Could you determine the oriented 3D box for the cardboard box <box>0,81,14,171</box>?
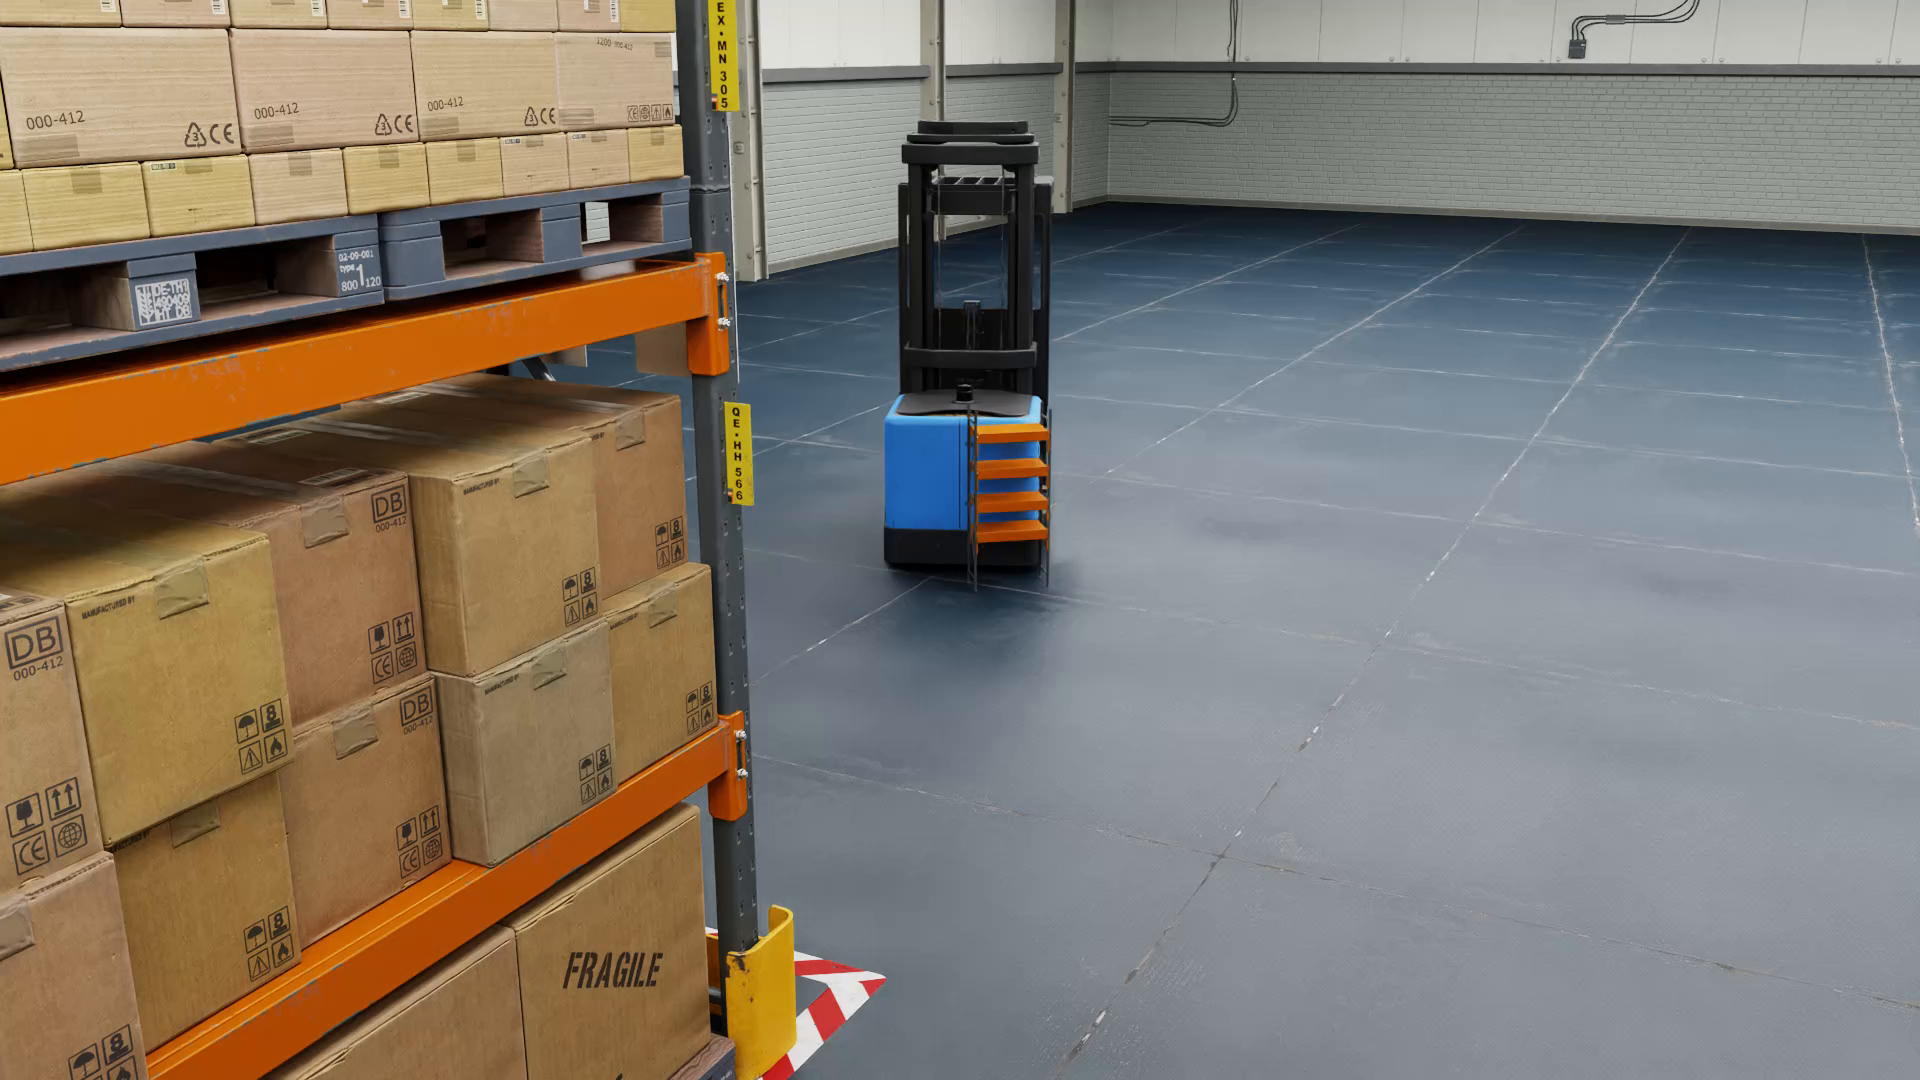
[{"bbox_3d":[-2.043,-0.758,2.868,0.500,0.250,0.500,8,18,25],"label":"cardboard box"}]

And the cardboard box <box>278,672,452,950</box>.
[{"bbox_3d":[-1.888,0.625,4.388,0.875,0.550,0.550,8,18,25],"label":"cardboard box"}]

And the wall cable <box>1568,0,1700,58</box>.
[{"bbox_3d":[13.183,-12.363,31.869,2.305,6.003,0.169,8,18,25],"label":"wall cable"}]

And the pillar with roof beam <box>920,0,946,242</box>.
[{"bbox_3d":[3.368,-9.286,27.484,9.100,9.000,0.400,8,18,25],"label":"pillar with roof beam"}]

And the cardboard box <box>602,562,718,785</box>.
[{"bbox_3d":[-1.299,0.356,5.295,0.875,0.550,0.550,8,18,25],"label":"cardboard box"}]

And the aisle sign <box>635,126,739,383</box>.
[{"bbox_3d":[-0.874,-0.899,5.217,0.394,0.787,0.004,8,18,25],"label":"aisle sign"}]

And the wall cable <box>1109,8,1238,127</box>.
[{"bbox_3d":[4.697,-10.456,36.875,3.097,2.526,0.112,8,18,25],"label":"wall cable"}]

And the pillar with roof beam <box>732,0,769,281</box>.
[{"bbox_3d":[0.687,-7.758,22.338,9.100,9.000,0.400,8,18,25],"label":"pillar with roof beam"}]

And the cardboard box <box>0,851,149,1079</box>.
[{"bbox_3d":[-2.235,0.913,3.418,0.875,0.550,0.550,8,18,25],"label":"cardboard box"}]

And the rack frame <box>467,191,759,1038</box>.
[{"bbox_3d":[-1.174,0.327,5.654,1.000,3.000,0.127,8,18,25],"label":"rack frame"}]

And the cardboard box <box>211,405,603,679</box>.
[{"bbox_3d":[-1.538,-0.021,4.666,0.875,0.550,0.550,8,18,25],"label":"cardboard box"}]

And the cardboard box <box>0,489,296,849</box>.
[{"bbox_3d":[-2.030,0.256,3.734,0.875,0.550,0.500,8,18,25],"label":"cardboard box"}]

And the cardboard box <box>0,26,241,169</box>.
[{"bbox_3d":[-1.818,-0.887,3.302,0.500,0.250,0.500,8,18,26],"label":"cardboard box"}]

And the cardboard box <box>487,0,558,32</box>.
[{"bbox_3d":[-1.248,-1.364,4.208,0.380,0.149,0.250,8,19,26],"label":"cardboard box"}]

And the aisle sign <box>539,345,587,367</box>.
[{"bbox_3d":[-1.411,-0.975,5.474,0.394,0.787,0.004,8,18,25],"label":"aisle sign"}]

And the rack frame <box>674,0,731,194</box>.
[{"bbox_3d":[-1.174,-2.549,4.800,1.000,3.000,0.127,8,18,25],"label":"rack frame"}]

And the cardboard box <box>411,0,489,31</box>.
[{"bbox_3d":[-1.363,-1.298,3.985,0.380,0.149,0.250,8,19,26],"label":"cardboard box"}]

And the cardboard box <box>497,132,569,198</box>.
[{"bbox_3d":[-1.247,-0.982,4.322,0.380,0.149,0.250,8,18,26],"label":"cardboard box"}]

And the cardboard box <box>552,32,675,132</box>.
[{"bbox_3d":[-1.143,-1.270,4.593,0.500,0.250,0.500,8,18,26],"label":"cardboard box"}]

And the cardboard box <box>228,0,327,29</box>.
[{"bbox_3d":[-1.589,-1.169,3.551,0.380,0.149,0.250,8,18,25],"label":"cardboard box"}]

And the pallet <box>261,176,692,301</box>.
[{"bbox_3d":[-1.496,-0.878,4.599,1.003,0.211,1.213,8,18,25],"label":"pallet"}]

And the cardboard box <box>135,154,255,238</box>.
[{"bbox_3d":[-1.701,-0.723,3.451,0.380,0.149,0.250,8,18,26],"label":"cardboard box"}]

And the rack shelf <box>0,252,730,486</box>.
[{"bbox_3d":[-2.068,-0.256,3.615,1.077,0.370,4.000,8,18,25],"label":"rack shelf"}]

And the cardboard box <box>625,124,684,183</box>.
[{"bbox_3d":[-1.019,-1.112,4.759,0.380,0.149,0.250,8,18,25],"label":"cardboard box"}]

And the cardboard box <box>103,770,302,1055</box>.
[{"bbox_3d":[-2.088,0.765,3.916,0.875,0.550,0.500,8,18,25],"label":"cardboard box"}]

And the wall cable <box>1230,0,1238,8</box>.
[{"bbox_3d":[7.118,-12.532,34.998,3.097,2.526,0.112,8,18,25],"label":"wall cable"}]

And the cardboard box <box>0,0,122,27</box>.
[{"bbox_3d":[-1.815,-1.040,3.116,0.380,0.149,0.250,8,18,25],"label":"cardboard box"}]

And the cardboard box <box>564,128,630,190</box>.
[{"bbox_3d":[-1.133,-1.048,4.543,0.380,0.149,0.250,8,18,26],"label":"cardboard box"}]

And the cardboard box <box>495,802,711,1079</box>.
[{"bbox_3d":[-1.418,1.326,5.287,0.875,0.875,0.875,8,18,26],"label":"cardboard box"}]

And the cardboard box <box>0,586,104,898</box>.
[{"bbox_3d":[-2.260,0.392,3.276,0.875,0.550,0.550,8,18,25],"label":"cardboard box"}]

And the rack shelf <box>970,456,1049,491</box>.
[{"bbox_3d":[0.317,-0.433,10.825,0.480,0.148,0.258,-3,17,-11],"label":"rack shelf"}]

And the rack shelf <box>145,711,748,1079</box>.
[{"bbox_3d":[-2.068,1.182,4.042,1.077,0.370,4.000,8,18,25],"label":"rack shelf"}]

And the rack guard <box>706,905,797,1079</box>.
[{"bbox_3d":[-1.163,1.519,6.031,1.175,0.500,0.348,8,18,25],"label":"rack guard"}]

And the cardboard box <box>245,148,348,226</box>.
[{"bbox_3d":[-1.588,-0.788,3.669,0.380,0.149,0.250,8,18,26],"label":"cardboard box"}]

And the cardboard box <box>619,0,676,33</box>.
[{"bbox_3d":[-1.021,-1.493,4.641,0.380,0.149,0.250,8,18,26],"label":"cardboard box"}]

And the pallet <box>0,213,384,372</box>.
[{"bbox_3d":[-2.040,-0.566,3.549,1.003,0.211,1.213,8,18,25],"label":"pallet"}]

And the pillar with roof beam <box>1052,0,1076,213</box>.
[{"bbox_3d":[6.049,-10.814,32.629,9.100,9.000,0.400,8,18,25],"label":"pillar with roof beam"}]

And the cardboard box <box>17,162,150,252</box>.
[{"bbox_3d":[-1.815,-0.658,3.230,0.380,0.149,0.250,8,18,26],"label":"cardboard box"}]

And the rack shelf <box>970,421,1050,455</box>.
[{"bbox_3d":[0.317,-0.660,10.758,0.480,0.148,0.258,-3,17,-11],"label":"rack shelf"}]

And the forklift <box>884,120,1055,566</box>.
[{"bbox_3d":[0.127,-1.600,12.263,1.130,2.935,3.031,1,17,5],"label":"forklift"}]

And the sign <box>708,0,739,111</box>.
[{"bbox_3d":[-0.695,-1.425,4.868,0.100,0.325,0.005,8,18,25],"label":"sign"}]

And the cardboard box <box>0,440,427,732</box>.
[{"bbox_3d":[-1.910,0.104,4.244,0.875,0.550,0.550,8,18,25],"label":"cardboard box"}]

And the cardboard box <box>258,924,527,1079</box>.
[{"bbox_3d":[-1.809,1.550,4.532,0.875,0.875,0.875,8,18,25],"label":"cardboard box"}]

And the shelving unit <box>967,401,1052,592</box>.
[{"bbox_3d":[0.317,-0.283,10.870,0.503,1.200,0.258,-3,17,-11],"label":"shelving unit"}]

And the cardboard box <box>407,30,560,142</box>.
[{"bbox_3d":[-1.367,-1.143,4.164,0.500,0.250,0.500,8,18,25],"label":"cardboard box"}]

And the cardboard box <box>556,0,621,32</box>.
[{"bbox_3d":[-1.134,-1.429,4.428,0.380,0.149,0.250,8,18,26],"label":"cardboard box"}]

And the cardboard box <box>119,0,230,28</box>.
[{"bbox_3d":[-1.703,-1.104,3.333,0.380,0.149,0.250,8,18,26],"label":"cardboard box"}]

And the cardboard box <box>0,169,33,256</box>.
[{"bbox_3d":[-1.927,-0.595,3.018,0.380,0.149,0.250,8,18,25],"label":"cardboard box"}]

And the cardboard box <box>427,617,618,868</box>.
[{"bbox_3d":[-1.526,0.498,4.814,0.875,0.550,0.550,8,18,25],"label":"cardboard box"}]

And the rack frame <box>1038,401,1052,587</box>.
[{"bbox_3d":[0.556,-0.297,10.917,0.015,1.200,0.240,-3,17,-11],"label":"rack frame"}]

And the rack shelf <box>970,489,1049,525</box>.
[{"bbox_3d":[0.317,-0.218,10.889,0.480,0.148,0.258,-3,17,-11],"label":"rack shelf"}]

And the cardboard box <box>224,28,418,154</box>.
[{"bbox_3d":[-1.592,-1.015,3.734,0.500,0.250,0.500,8,18,25],"label":"cardboard box"}]

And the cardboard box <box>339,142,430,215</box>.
[{"bbox_3d":[-1.474,-0.852,3.886,0.380,0.149,0.250,8,18,25],"label":"cardboard box"}]

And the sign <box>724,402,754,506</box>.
[{"bbox_3d":[-0.695,-0.269,5.211,0.100,0.325,0.005,8,18,25],"label":"sign"}]

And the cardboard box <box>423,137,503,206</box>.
[{"bbox_3d":[-1.360,-0.918,4.106,0.380,0.149,0.250,8,18,26],"label":"cardboard box"}]

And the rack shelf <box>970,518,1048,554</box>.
[{"bbox_3d":[0.317,-0.028,10.946,0.480,0.148,0.258,-3,17,-11],"label":"rack shelf"}]

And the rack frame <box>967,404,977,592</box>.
[{"bbox_3d":[0.078,-0.269,10.823,0.015,1.200,0.240,-3,17,-11],"label":"rack frame"}]

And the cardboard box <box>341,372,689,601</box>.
[{"bbox_3d":[-1.375,-0.173,5.178,0.875,0.550,0.550,8,18,25],"label":"cardboard box"}]

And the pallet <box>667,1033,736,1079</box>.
[{"bbox_3d":[-1.461,1.878,5.332,1.003,0.211,1.213,8,18,25],"label":"pallet"}]

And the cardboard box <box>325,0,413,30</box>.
[{"bbox_3d":[-1.475,-1.234,3.772,0.380,0.149,0.250,8,18,26],"label":"cardboard box"}]
